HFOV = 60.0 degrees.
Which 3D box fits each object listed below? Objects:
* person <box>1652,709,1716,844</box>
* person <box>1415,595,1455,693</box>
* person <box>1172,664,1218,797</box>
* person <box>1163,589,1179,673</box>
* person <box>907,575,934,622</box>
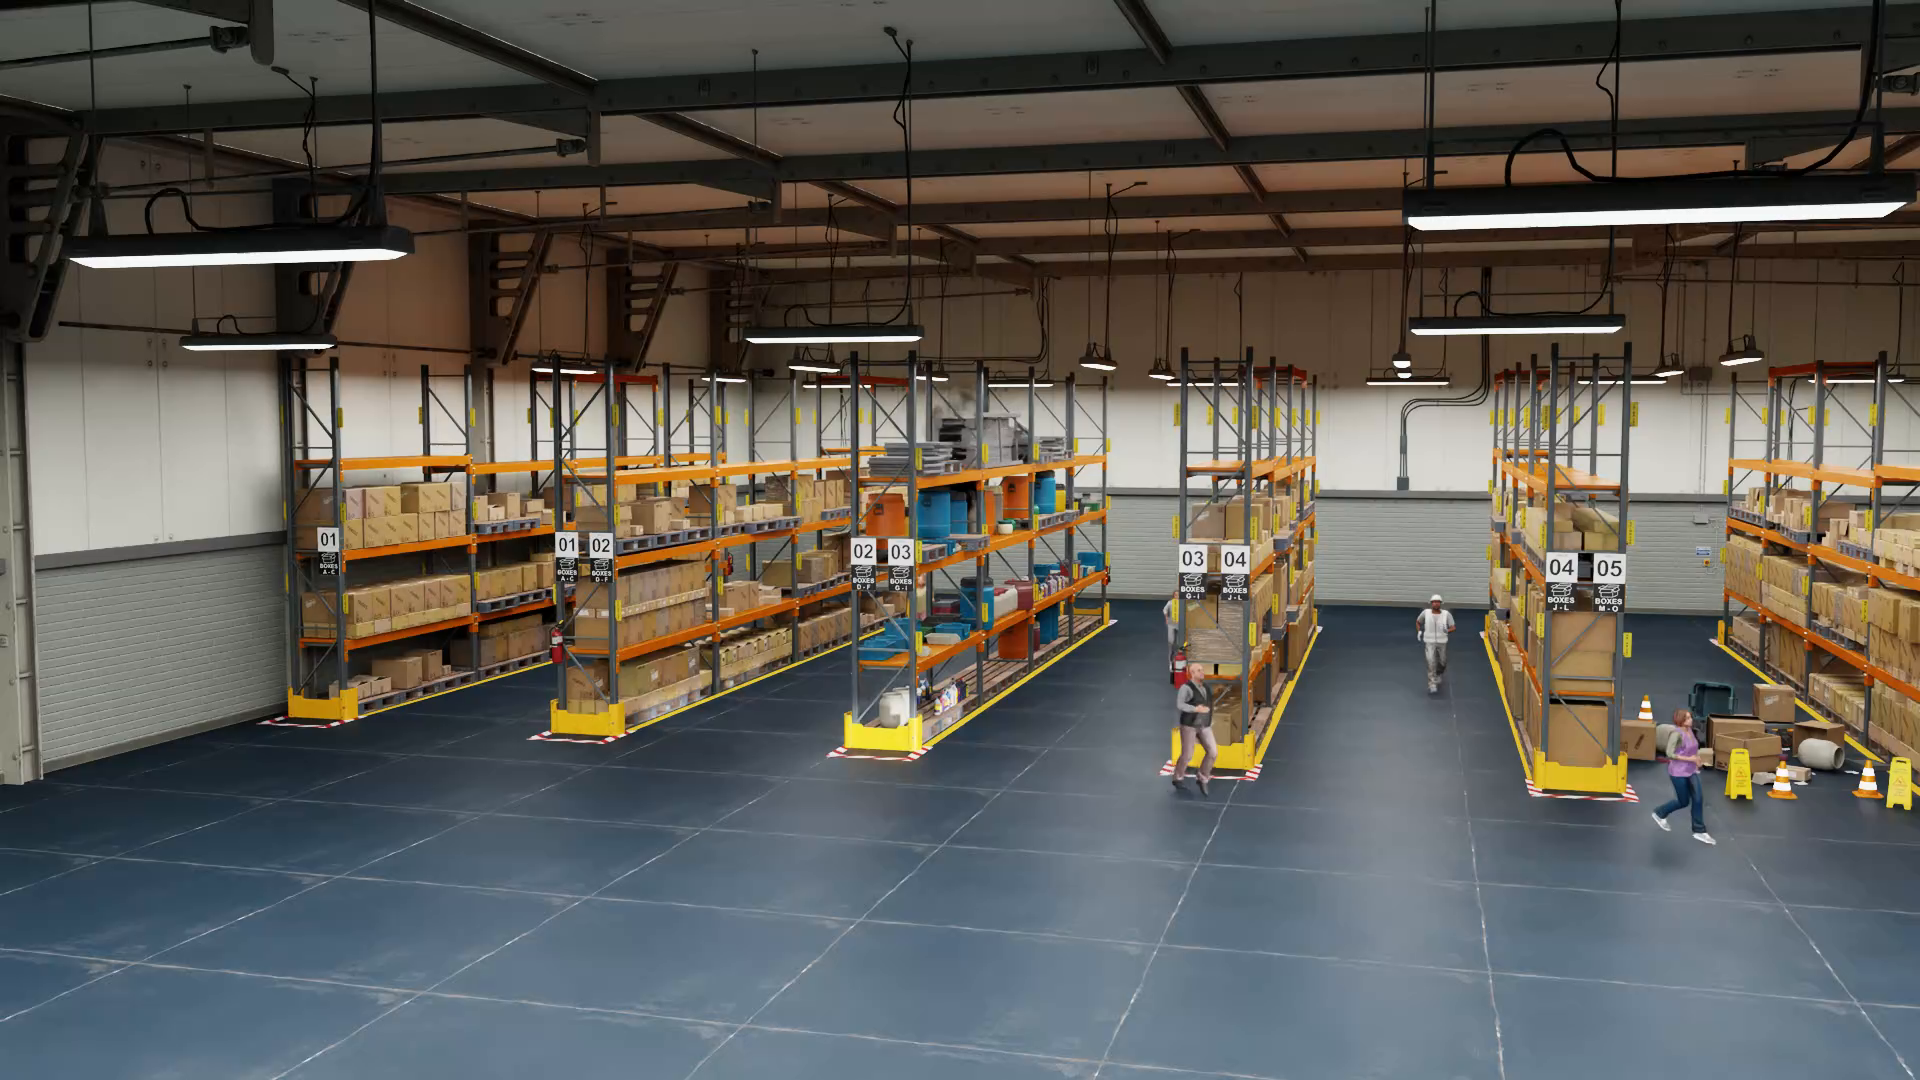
[{"bbox_3d":[8.565,2.780,19.734,0.574,1.580,0.794,-3,5,-38],"label":"person"},{"bbox_3d":[8.701,1.881,30.430,0.696,1.763,0.941,1,4,12],"label":"person"},{"bbox_3d":[3.149,2.522,22.141,0.653,1.756,0.704,-2,5,-29],"label":"person"},{"bbox_3d":[4.288,1.785,32.957,0.523,1.647,0.739,1,4,7],"label":"person"},{"bbox_3d":[-0.855,1.563,35.871,0.587,1.627,0.547,0,4,3],"label":"person"}]
